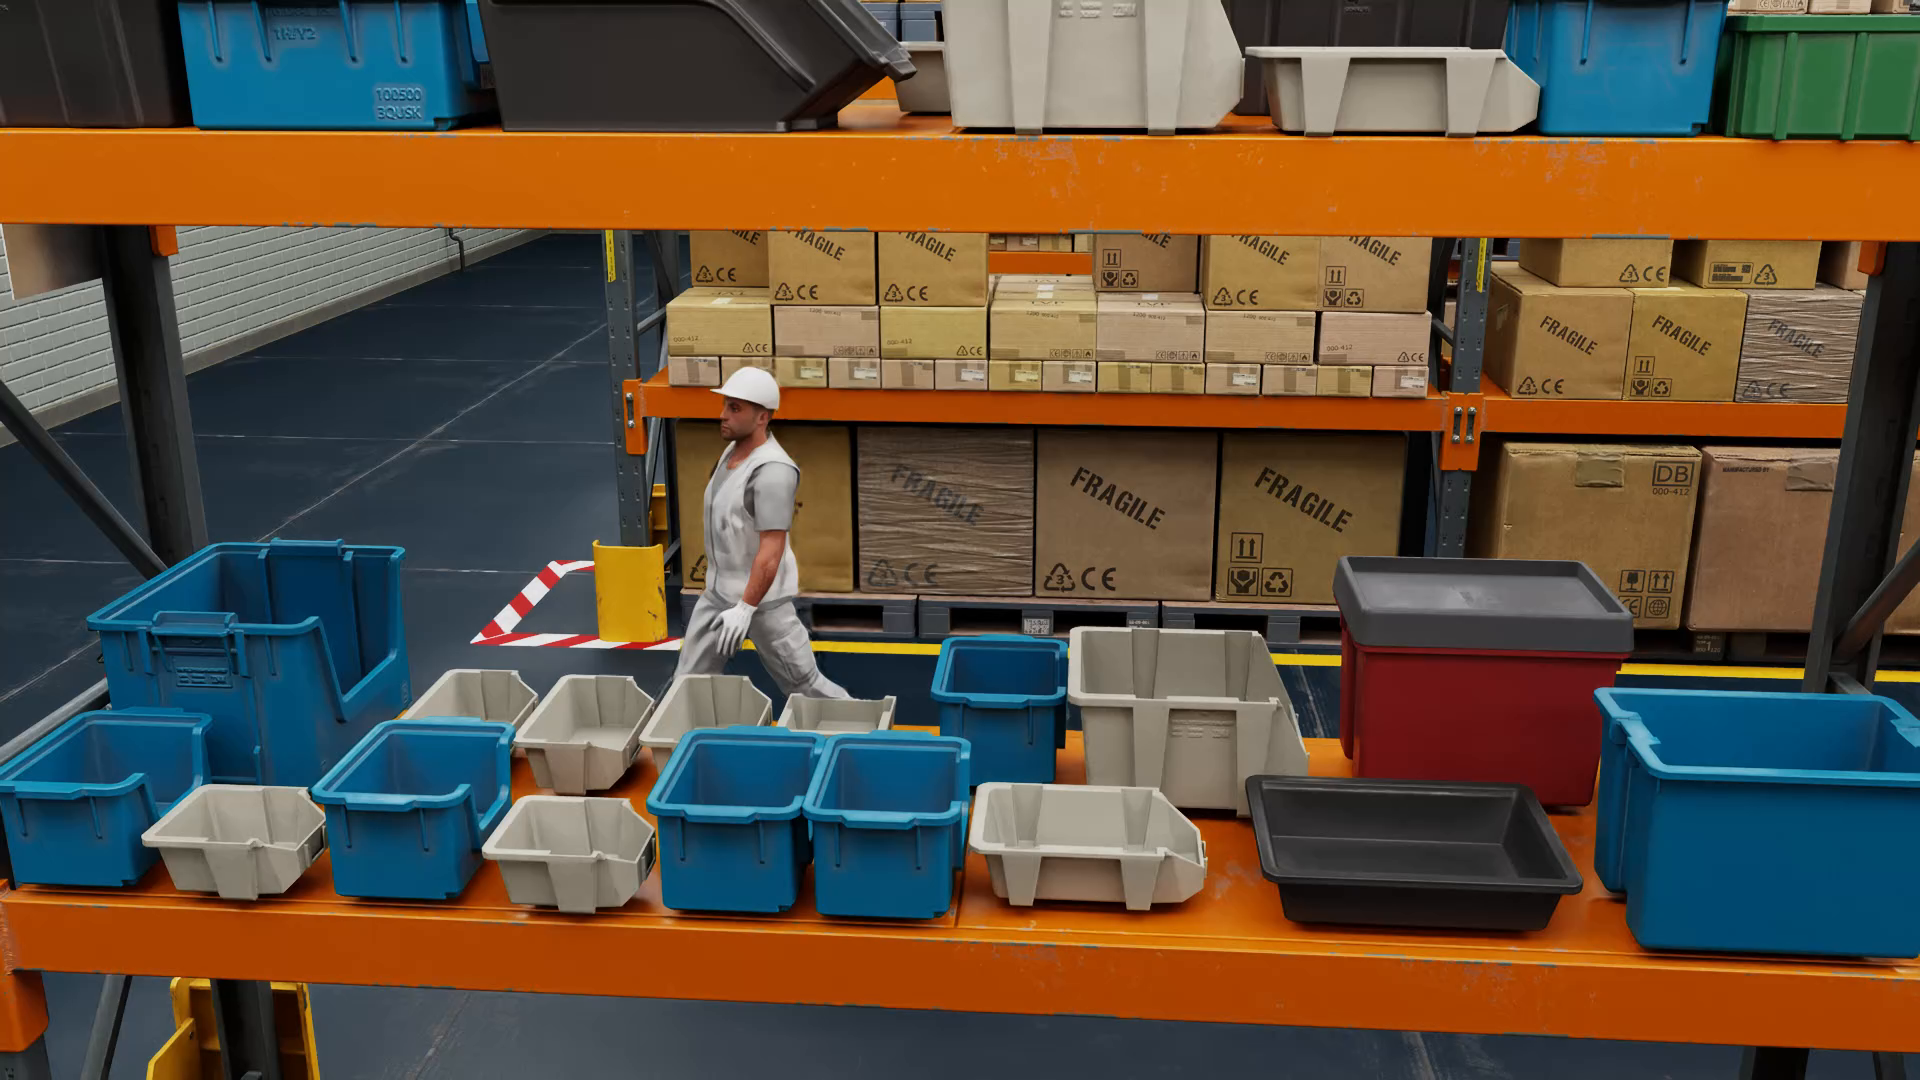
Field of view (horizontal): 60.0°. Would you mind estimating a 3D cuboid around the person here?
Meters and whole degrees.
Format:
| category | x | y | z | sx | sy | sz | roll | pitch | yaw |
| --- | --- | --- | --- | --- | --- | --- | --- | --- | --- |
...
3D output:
| category | x | y | z | sx | sy | sz | roll | pitch | yaw |
| --- | --- | --- | --- | --- | --- | --- | --- | --- | --- |
| person | -0.836 | 0.208 | 6.363 | 1.099 | 1.736 | 0.584 | -11 | 21 | -32 |
